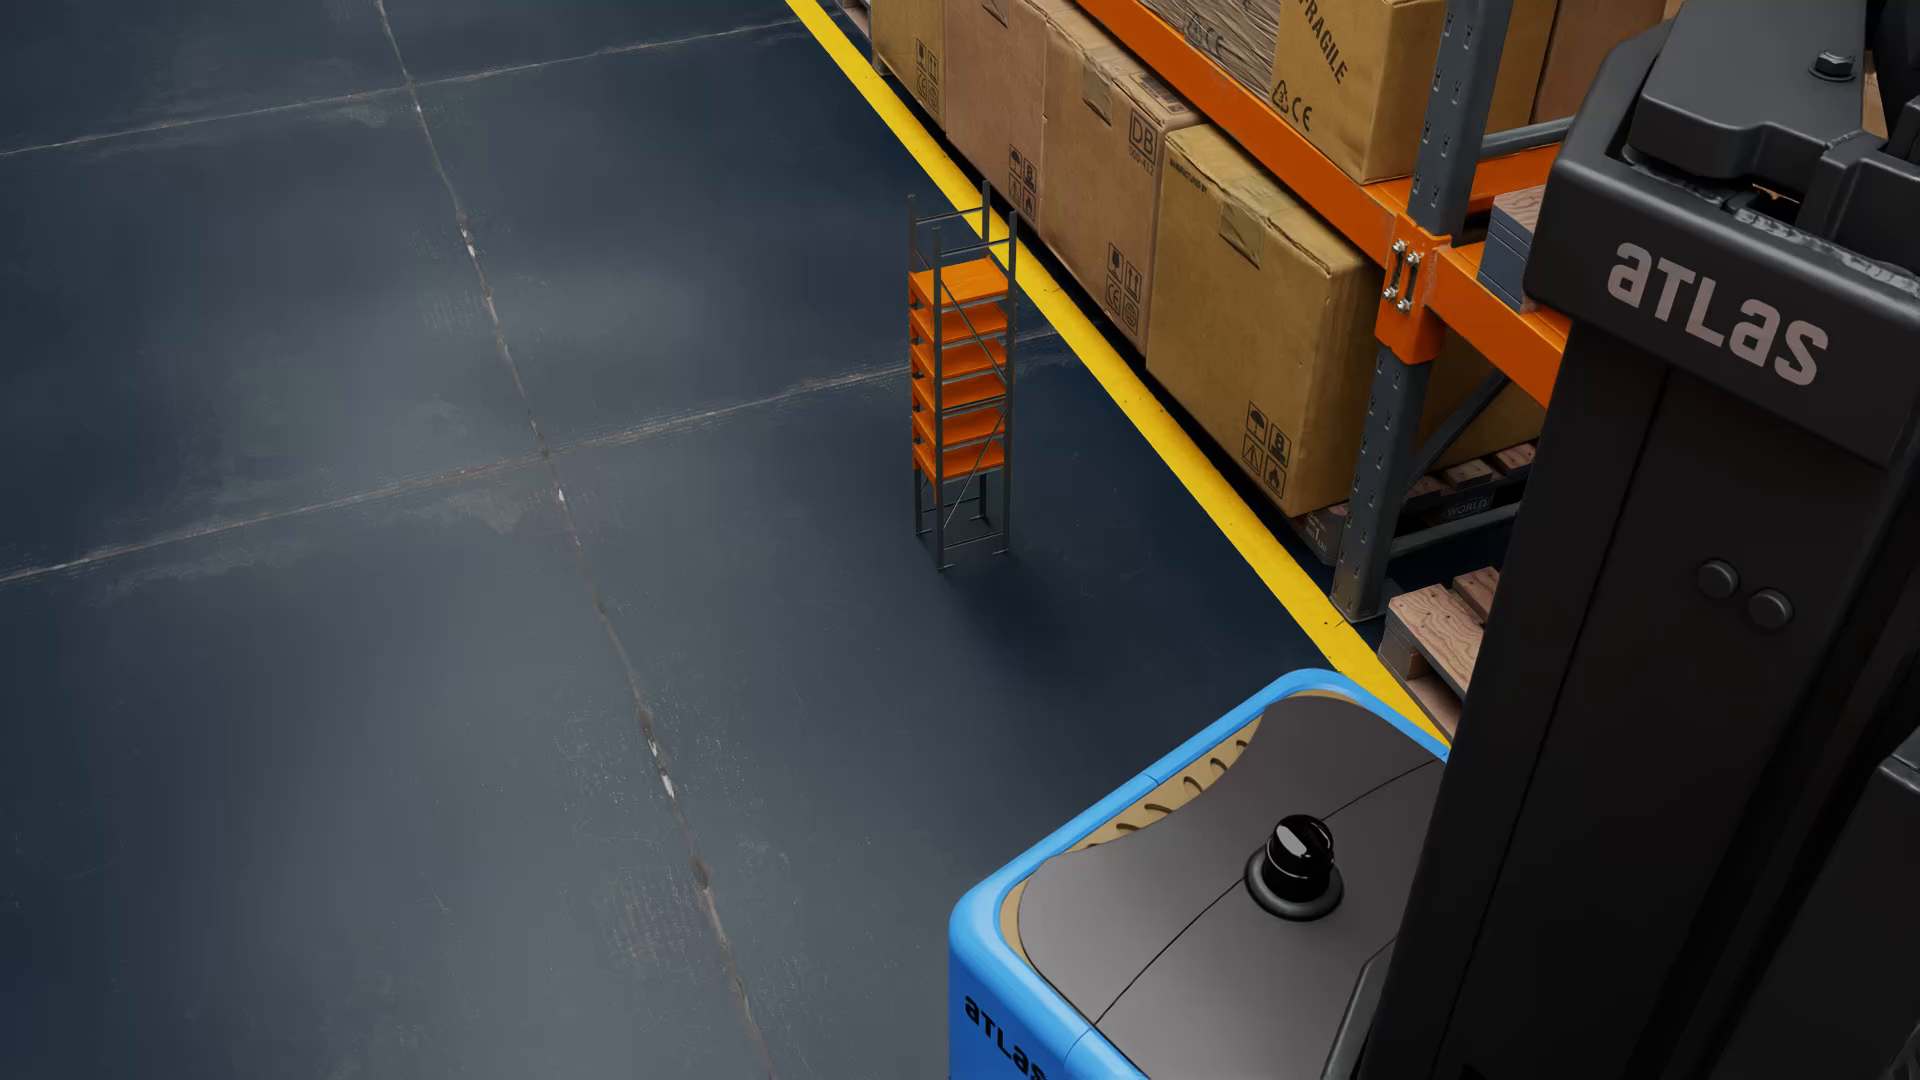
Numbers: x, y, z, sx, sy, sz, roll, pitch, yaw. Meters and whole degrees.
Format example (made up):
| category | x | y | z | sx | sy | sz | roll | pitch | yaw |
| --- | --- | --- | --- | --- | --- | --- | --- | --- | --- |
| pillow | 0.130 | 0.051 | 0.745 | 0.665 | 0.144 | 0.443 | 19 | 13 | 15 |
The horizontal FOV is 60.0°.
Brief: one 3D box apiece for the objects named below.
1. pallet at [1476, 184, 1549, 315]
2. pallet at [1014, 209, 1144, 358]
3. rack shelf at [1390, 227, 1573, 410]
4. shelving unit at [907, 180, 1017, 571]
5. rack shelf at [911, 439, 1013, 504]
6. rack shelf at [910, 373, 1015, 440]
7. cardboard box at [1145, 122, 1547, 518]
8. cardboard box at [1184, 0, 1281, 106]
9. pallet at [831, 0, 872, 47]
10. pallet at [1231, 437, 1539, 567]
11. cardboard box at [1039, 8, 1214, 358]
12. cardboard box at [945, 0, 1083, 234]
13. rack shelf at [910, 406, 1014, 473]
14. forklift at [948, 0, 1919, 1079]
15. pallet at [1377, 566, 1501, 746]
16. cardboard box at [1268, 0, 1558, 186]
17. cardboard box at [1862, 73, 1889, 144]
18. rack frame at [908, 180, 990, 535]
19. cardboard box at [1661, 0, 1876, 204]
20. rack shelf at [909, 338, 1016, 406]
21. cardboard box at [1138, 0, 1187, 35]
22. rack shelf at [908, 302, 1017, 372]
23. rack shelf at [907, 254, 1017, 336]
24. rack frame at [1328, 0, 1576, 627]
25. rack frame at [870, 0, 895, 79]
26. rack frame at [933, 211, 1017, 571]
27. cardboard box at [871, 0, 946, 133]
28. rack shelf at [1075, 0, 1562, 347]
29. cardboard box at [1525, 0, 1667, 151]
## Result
| category | x | y | z | sx | sy | sz | roll | pitch | yaw |
| --- | --- | --- | --- | --- | --- | --- | --- | --- | --- |
| pallet | 1.972 | -0.566 | 3.755 | 1.213 | 0.211 | 1.003 | -15 | 43 | -17 |
| pallet | 0.906 | -1.212 | 6.497 | 1.003 | 0.211 | 1.213 | -15 | 43 | -17 |
| rack shelf | 2.367 | 0.436 | 2.994 | 1.077 | 0.370 | 4.000 | -15 | 43 | -17 |
| shelving unit | 0.006 | -0.446 | 4.849 | 0.258 | 1.200 | 0.189 | -15 | 43 | -17 |
| rack shelf | 0.006 | -0.231 | 5.034 | 0.258 | 0.103 | 0.180 | -15 | 43 | -17 |
| rack shelf | 0.006 | -0.413 | 4.878 | 0.258 | 0.103 | 0.180 | -15 | 43 | -17 |
| cardboard box | 1.357 | -0.816 | 5.206 | 1.225 | 0.875 | 0.875 | -17 | 44 | -19 |
| cardboard box | 0.998 | -1.617 | 4.753 | 0.500 | 0.500 | 0.500 | -15 | 43 | -17 |
| pallet | -0.148 | -2.871 | 8.427 | 1.003 | 0.211 | 1.213 | -15 | 43 | -17 |
| pallet | 1.369 | -0.478 | 5.644 | 1.003 | 0.211 | 1.213 | -15 | 43 | -17 |
| cardboard box | 1.023 | -1.355 | 5.832 | 1.225 | 0.875 | 0.875 | -15 | 43 | -17 |
| cardboard box | 0.677 | -1.886 | 6.450 | 1.225 | 0.875 | 0.875 | -17 | 43 | -18 |
| rack shelf | 0.006 | -0.322 | 4.956 | 0.258 | 0.103 | 0.180 | -15 | 43 | -17 |
| forklift | 1.295 | 0.873 | 1.987 | 1.130 | 2.935 | 3.031 | -29 | 48 | -29 |
| pallet | 1.899 | 0.487 | 4.522 | 1.003 | 0.211 | 1.213 | -15 | 43 | -17 |
| cardboard box | 1.184 | -1.315 | 4.402 | 0.500 | 0.500 | 0.500 | -14 | 43 | -16 |
| cardboard box | 2.151 | -0.612 | 3.262 | 0.700 | 0.500 | 0.500 | -9 | 42 | -11 |
| rack frame | -0.029 | -0.501 | 4.913 | 0.240 | 1.200 | 0.006 | -15 | 43 | -17 |
| cardboard box | 1.845 | -0.923 | 3.624 | 0.500 | 0.500 | 0.500 | -20 | 45 | -22 |
| rack shelf | 0.006 | -0.504 | 4.799 | 0.258 | 0.103 | 0.180 | -15 | 43 | -17 |
| cardboard box | 0.797 | -1.929 | 5.115 | 0.500 | 0.500 | 0.500 | -16 | 43 | -18 |
| rack shelf | 0.006 | -0.594 | 4.721 | 0.258 | 0.103 | 0.180 | -15 | 43 | -17 |
| rack shelf | 0.006 | -0.685 | 4.643 | 0.258 | 0.103 | 0.180 | -15 | 43 | -17 |
| rack frame | 1.601 | -1.041 | 4.160 | 1.000 | 3.000 | 0.127 | -15 | 43 | -17 |
| rack frame | 0.071 | -3.451 | 6.963 | 1.000 | 3.000 | 0.127 | -15 | 43 | -17 |
| rack frame | 0.041 | -0.391 | 4.785 | 0.240 | 1.200 | 0.006 | -15 | 43 | -17 |
| cardboard box | 0.334 | -2.424 | 7.076 | 1.225 | 0.875 | 0.875 | -15 | 43 | -17 |
| rack shelf | 0.836 | -1.973 | 5.796 | 1.077 | 0.370 | 4.000 | -15 | 43 | -17 |
| cardboard box | 1.667 | -1.440 | 4.547 | 0.500 | 0.500 | 0.500 | -14 | 43 | -16 |
